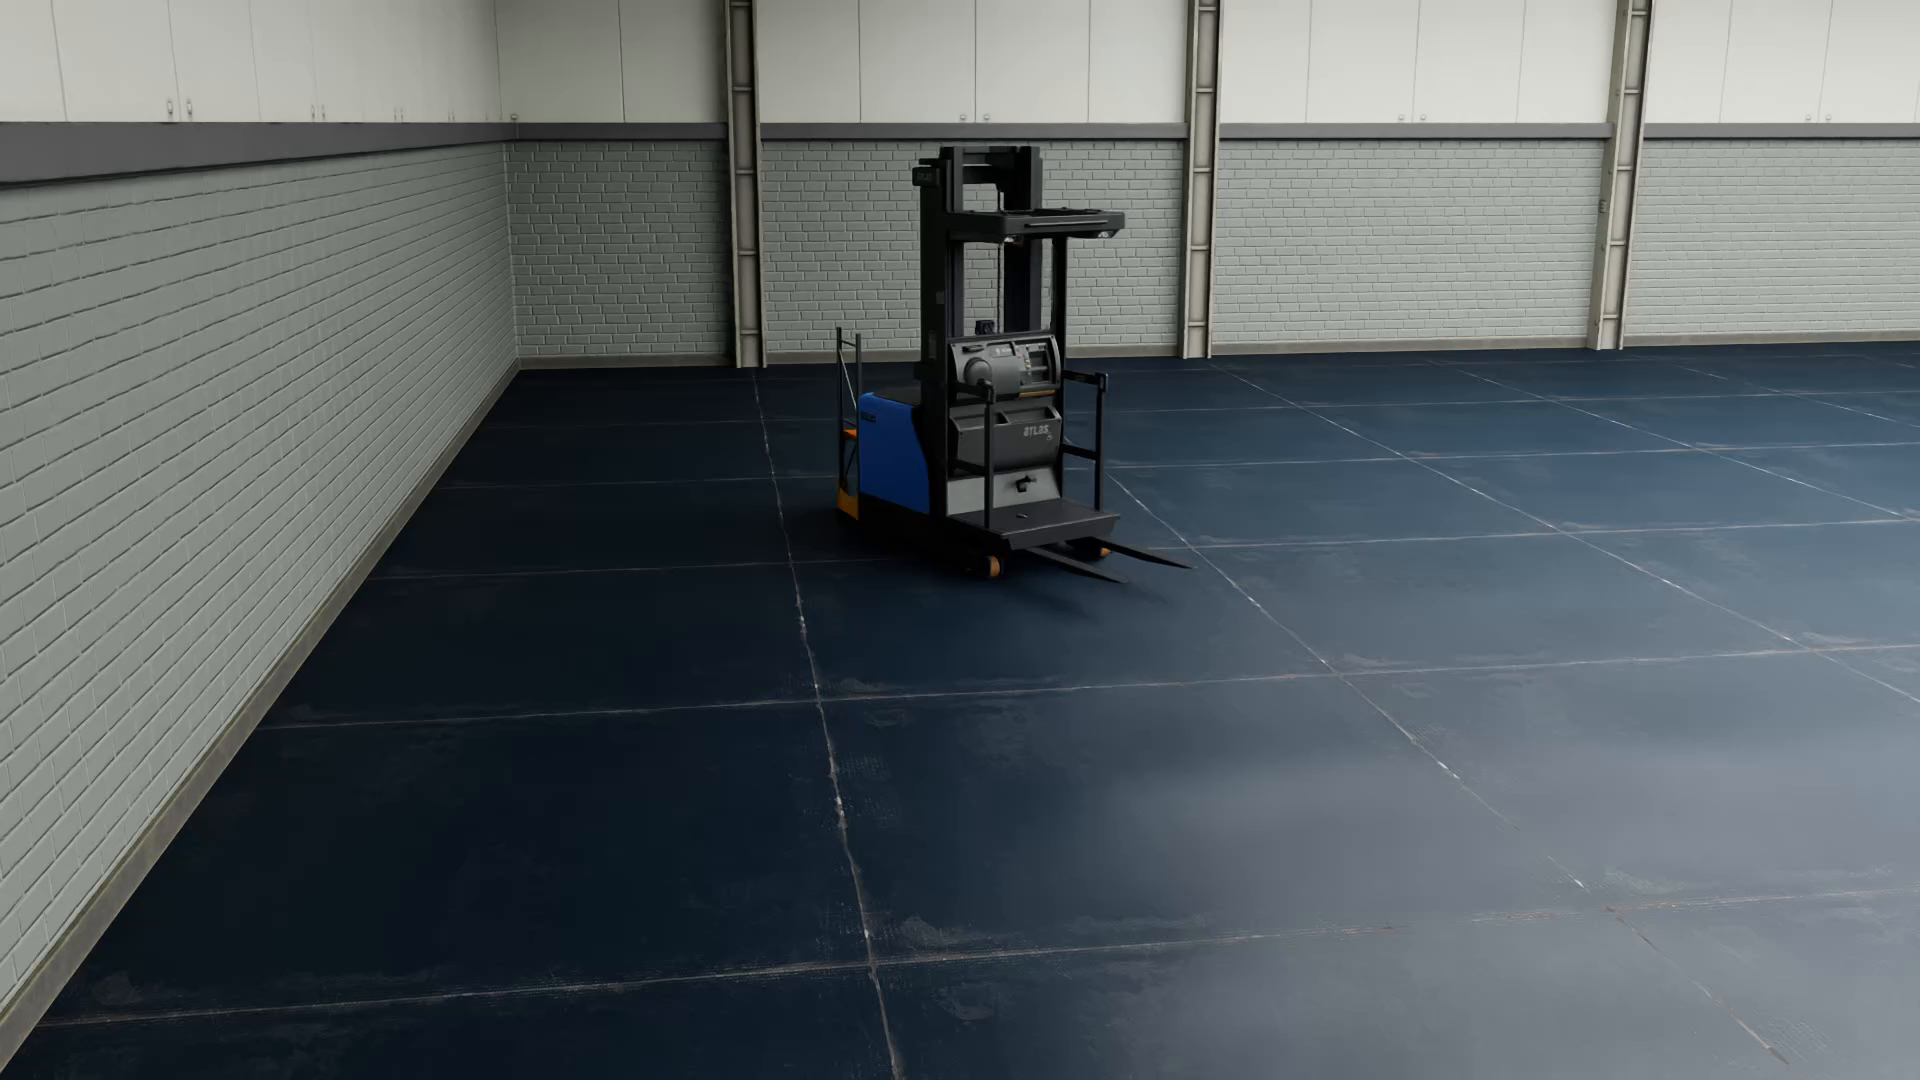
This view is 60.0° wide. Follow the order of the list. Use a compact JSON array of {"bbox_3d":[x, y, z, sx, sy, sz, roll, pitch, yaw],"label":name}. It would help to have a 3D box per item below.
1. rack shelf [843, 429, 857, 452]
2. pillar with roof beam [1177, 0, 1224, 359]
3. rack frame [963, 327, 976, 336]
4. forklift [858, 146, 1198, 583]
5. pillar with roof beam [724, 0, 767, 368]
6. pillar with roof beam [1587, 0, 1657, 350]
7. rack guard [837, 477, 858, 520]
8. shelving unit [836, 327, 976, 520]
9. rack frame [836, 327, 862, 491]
[{"bbox_3d":[-0.419,-0.812,13.615,1.000,0.185,0.538,-6,15,-23],"label":"rack shelf"},{"bbox_3d":[3.834,-5.830,17.470,0.400,9.000,9.100,-2,14,-8],"label":"pillar with roof beam"},{"bbox_3d":[0.048,-1.035,13.767,0.032,1.500,0.500,-6,15,-23],"label":"rack frame"},{"bbox_3d":[0.454,-1.281,11.804,1.130,2.935,3.031,-10,17,-34],"label":"forklift"},{"bbox_3d":[-2.099,-5.613,16.603,0.400,9.000,9.100,-2,14,-8],"label":"pillar with roof beam"},{"bbox_3d":[9.767,-6.048,18.337,0.400,9.000,9.100,-2,14,-8],"label":"pillar with roof beam"},{"bbox_3d":[-0.868,-0.333,13.536,0.087,0.250,0.587,-6,15,-23],"label":"rack guard"},{"bbox_3d":[-0.410,-0.987,13.575,1.083,1.500,0.587,-6,15,-23],"label":"shelving unit"},{"bbox_3d":[-0.886,-0.937,13.376,0.032,1.500,0.500,-6,15,-23],"label":"rack frame"}]
